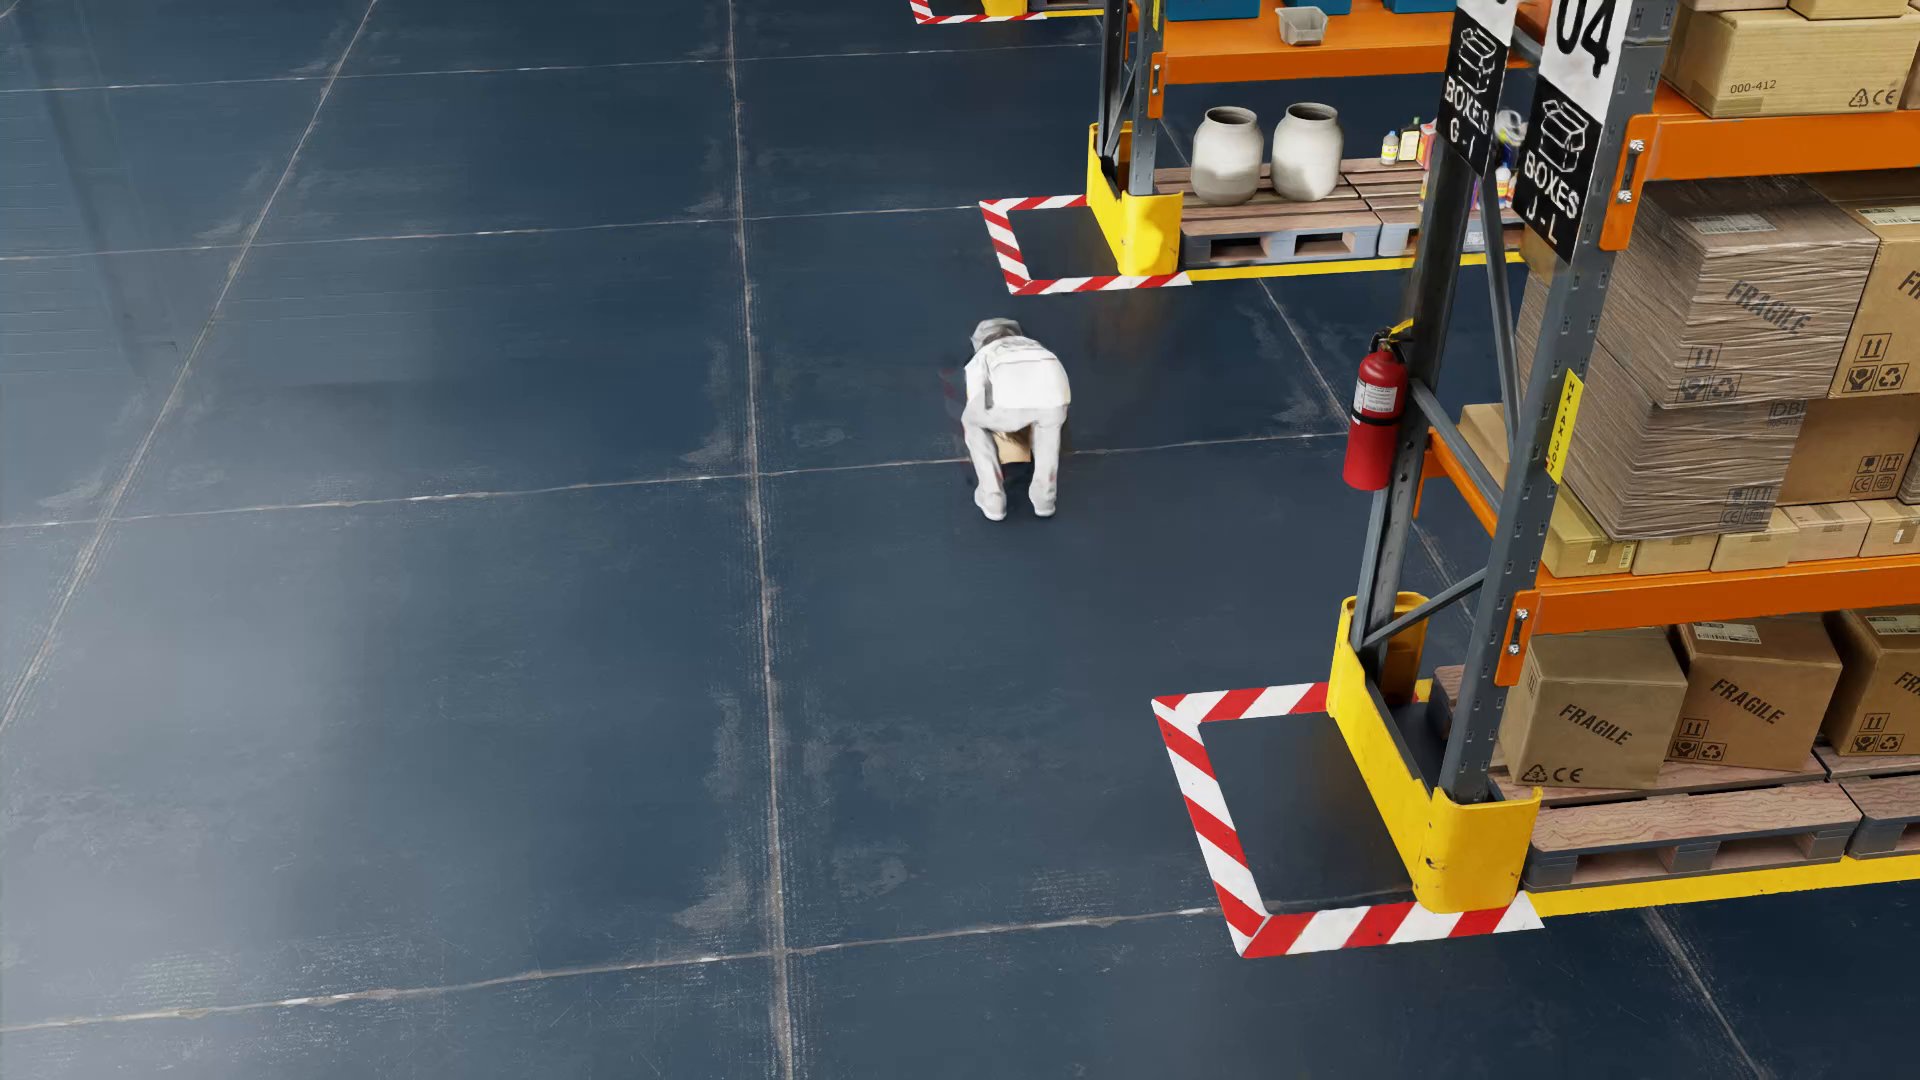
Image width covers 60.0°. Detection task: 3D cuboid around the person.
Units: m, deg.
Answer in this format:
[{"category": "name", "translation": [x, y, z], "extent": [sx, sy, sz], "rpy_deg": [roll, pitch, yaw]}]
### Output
[{"category": "person", "translation": [0.239, -0.589, 7.719], "extent": [0.469, 0.842, 0.889], "rpy_deg": [-6, 35, -8]}]
